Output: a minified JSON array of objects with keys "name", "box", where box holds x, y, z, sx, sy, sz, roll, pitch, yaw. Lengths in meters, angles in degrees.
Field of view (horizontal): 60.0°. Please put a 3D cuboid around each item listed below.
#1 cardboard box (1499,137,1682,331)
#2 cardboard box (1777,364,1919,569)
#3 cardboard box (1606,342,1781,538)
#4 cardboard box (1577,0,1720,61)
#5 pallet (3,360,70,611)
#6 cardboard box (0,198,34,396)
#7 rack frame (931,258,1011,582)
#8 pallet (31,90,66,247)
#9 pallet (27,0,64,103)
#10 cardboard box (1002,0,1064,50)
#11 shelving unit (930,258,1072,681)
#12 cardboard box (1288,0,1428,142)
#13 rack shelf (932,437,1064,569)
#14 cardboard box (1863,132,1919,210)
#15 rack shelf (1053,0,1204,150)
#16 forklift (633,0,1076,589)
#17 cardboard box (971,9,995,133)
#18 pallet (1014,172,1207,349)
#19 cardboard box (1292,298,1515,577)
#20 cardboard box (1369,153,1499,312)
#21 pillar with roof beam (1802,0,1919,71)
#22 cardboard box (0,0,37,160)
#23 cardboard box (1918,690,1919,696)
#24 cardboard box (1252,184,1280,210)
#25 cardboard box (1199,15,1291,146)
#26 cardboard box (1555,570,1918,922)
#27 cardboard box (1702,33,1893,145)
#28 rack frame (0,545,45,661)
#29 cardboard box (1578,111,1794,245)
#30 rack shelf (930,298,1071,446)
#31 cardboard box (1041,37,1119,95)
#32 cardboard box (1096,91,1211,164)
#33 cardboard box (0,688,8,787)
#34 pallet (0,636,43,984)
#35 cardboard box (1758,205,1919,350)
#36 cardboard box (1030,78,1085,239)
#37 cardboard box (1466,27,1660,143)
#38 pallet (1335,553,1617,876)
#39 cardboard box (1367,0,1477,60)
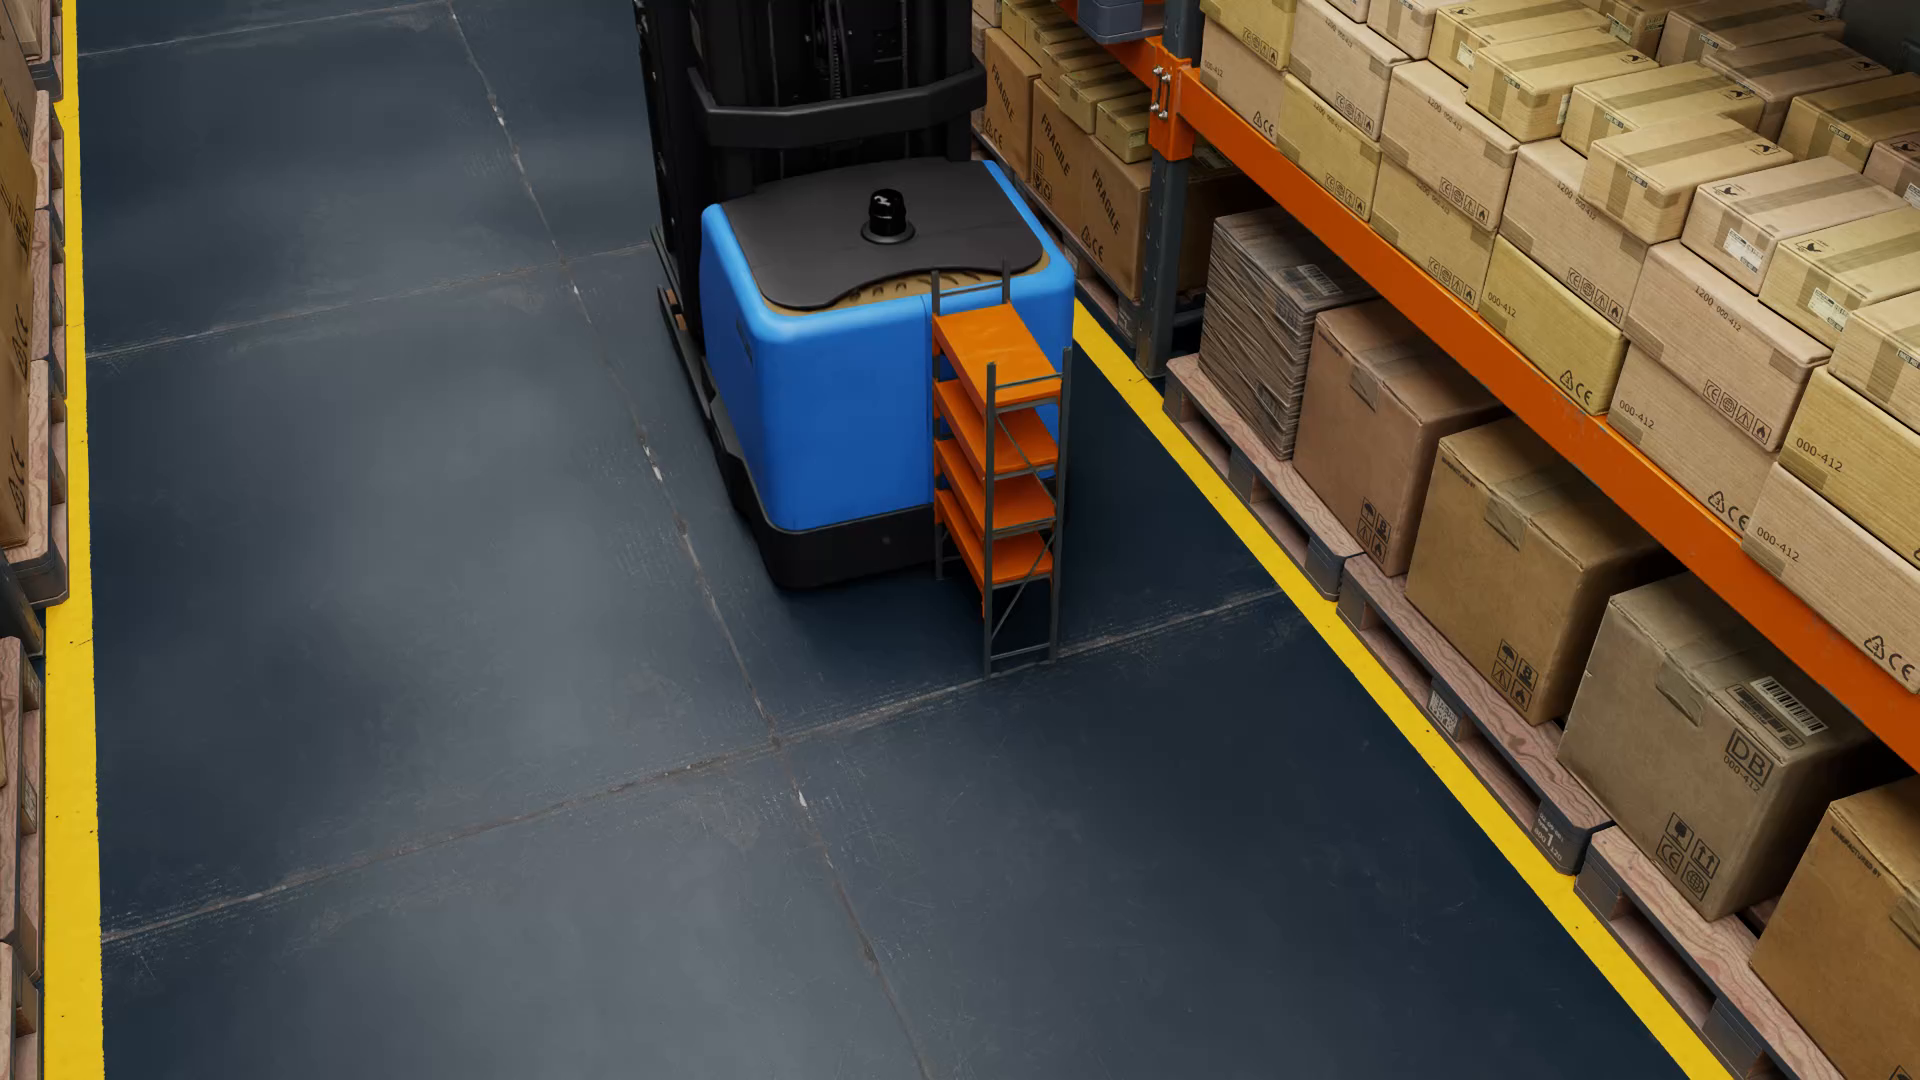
[{"name":"cardboard box","box":[1.710,-0.797,4.108,0.500,0.250,0.500,-15,43,-16]},{"name":"cardboard box","box":[2.076,-0.179,3.389,0.500,0.250,0.500,-16,43,-18]},{"name":"cardboard box","box":[1.910,-0.296,3.908,0.500,0.250,0.500,-15,43,-17]},{"name":"cardboard box","box":[1.917,-1.446,4.556,0.380,0.149,0.250,-15,43,-17]},{"name":"pallet","box":[-3.644,-0.111,5.718,1.003,0.211,1.213,-15,43,-17]},{"name":"cardboard box","box":[-3.936,-1.004,5.924,0.875,0.875,0.875,-15,43,-16]},{"name":"rack frame","box":[0.032,-0.344,5.229,0.240,1.200,0.015,-12,42,-14]},{"name":"pallet","box":[-4.577,-1.581,7.427,1.003,0.211,1.213,-15,43,-17]},{"name":"pallet","box":[-5.161,-2.505,8.501,1.003,0.211,1.213,-15,43,-17]},{"name":"cardboard box","box":[0.402,-2.254,7.168,0.380,0.149,0.250,-16,43,-17]},{"name":"shelving unit","box":[0.110,-0.193,5.054,0.258,1.200,0.503,-12,42,-14]},{"name":"cardboard box","box":[1.308,-1.418,4.830,0.500,0.250,0.500,-14,43,-16]},{"name":"rack shelf","box":[0.110,-0.142,5.098,0.258,0.148,0.480,-12,42,-14]},{"name":"cardboard box","box":[2.328,-0.836,3.848,0.380,0.149,0.250,-15,43,-17]},{"name":"rack shelf","box":[0.408,-2.848,7.313,1.077,0.370,4.000,-15,43,-17]},{"name":"forklift","box":[-0.581,-1.922,5.737,1.130,2.935,3.031,-12,42,-14]},{"name":"cardboard box","box":[0.212,-2.255,7.667,0.500,0.500,0.500,-17,43,-18]},{"name":"pallet","box":[0.922,-1.317,7.120,1.003,0.211,1.213,-15,43,-17]},{"name":"cardboard box","box":[1.656,-0.404,5.418,0.875,0.625,0.625,-14,43,-15]},{"name":"cardboard box","box":[1.508,-0.918,4.632,0.500,0.250,0.500,-16,43,-18]},{"name":"pillar with roof beam","box":[-1.473,-2.556,1.820,9.100,9.000,0.400,-15,43,-17]},{"name":"cardboard box","box":[-4.631,-2.085,7.181,0.875,0.875,0.875,-14,43,-16]},{"name":"cardboard box","box":[2.269,0.313,3.201,0.500,0.250,0.500,-14,43,-16]},{"name":"cardboard box","box":[1.271,-1.451,6.732,0.500,0.500,0.500,-14,43,-15]},{"name":"cardboard box","box":[1.117,-1.530,5.344,0.500,0.250,0.500,-15,43,-17]},{"name":"cardboard box","box":[2.204,0.454,4.420,0.875,0.625,0.625,-16,43,-17]},{"name":"cardboard box","box":[2.090,-1.134,4.194,0.380,0.149,0.250,-14,43,-16]},{"name":"rack frame","box":[-3.412,-0.675,4.234,1.000,3.000,0.127,-15,43,-17]},{"name":"cardboard box","box":[1.678,-0.843,3.855,0.380,0.149,0.250,-16,43,-18]},{"name":"rack shelf","box":[0.110,-0.491,4.798,0.258,0.148,0.480,-12,42,-14]},{"name":"cardboard box","box":[0.557,-1.934,6.796,0.380,0.149,0.250,-16,43,-18]},{"name":"cardboard box","box":[0.750,-1.607,6.416,0.380,0.149,0.250,-17,44,-19]},{"name":"cardboard box","box":[-3.205,0.505,4.555,0.950,0.372,0.625,-18,44,-20]},{"name":"pallet","box":[-3.114,0.853,4.596,1.003,0.211,1.213,-15,43,-17]},{"name":"cardboard box","box":[1.942,-0.550,3.515,0.380,0.149,0.250,-16,43,-18]},{"name":"cardboard box","box":[0.631,-1.632,6.943,0.500,0.500,0.500,-16,43,-17]},{"name":"cardboard box","box":[1.526,-1.159,4.223,0.380,0.149,0.250,-14,43,-16]},{"name":"pallet","box":[1.915,0.381,5.145,1.003,0.211,1.213,-15,43,-17]},{"name":"cardboard box","box":[1.360,-1.471,4.585,0.380,0.149,0.250,-15,43,-16]}]
